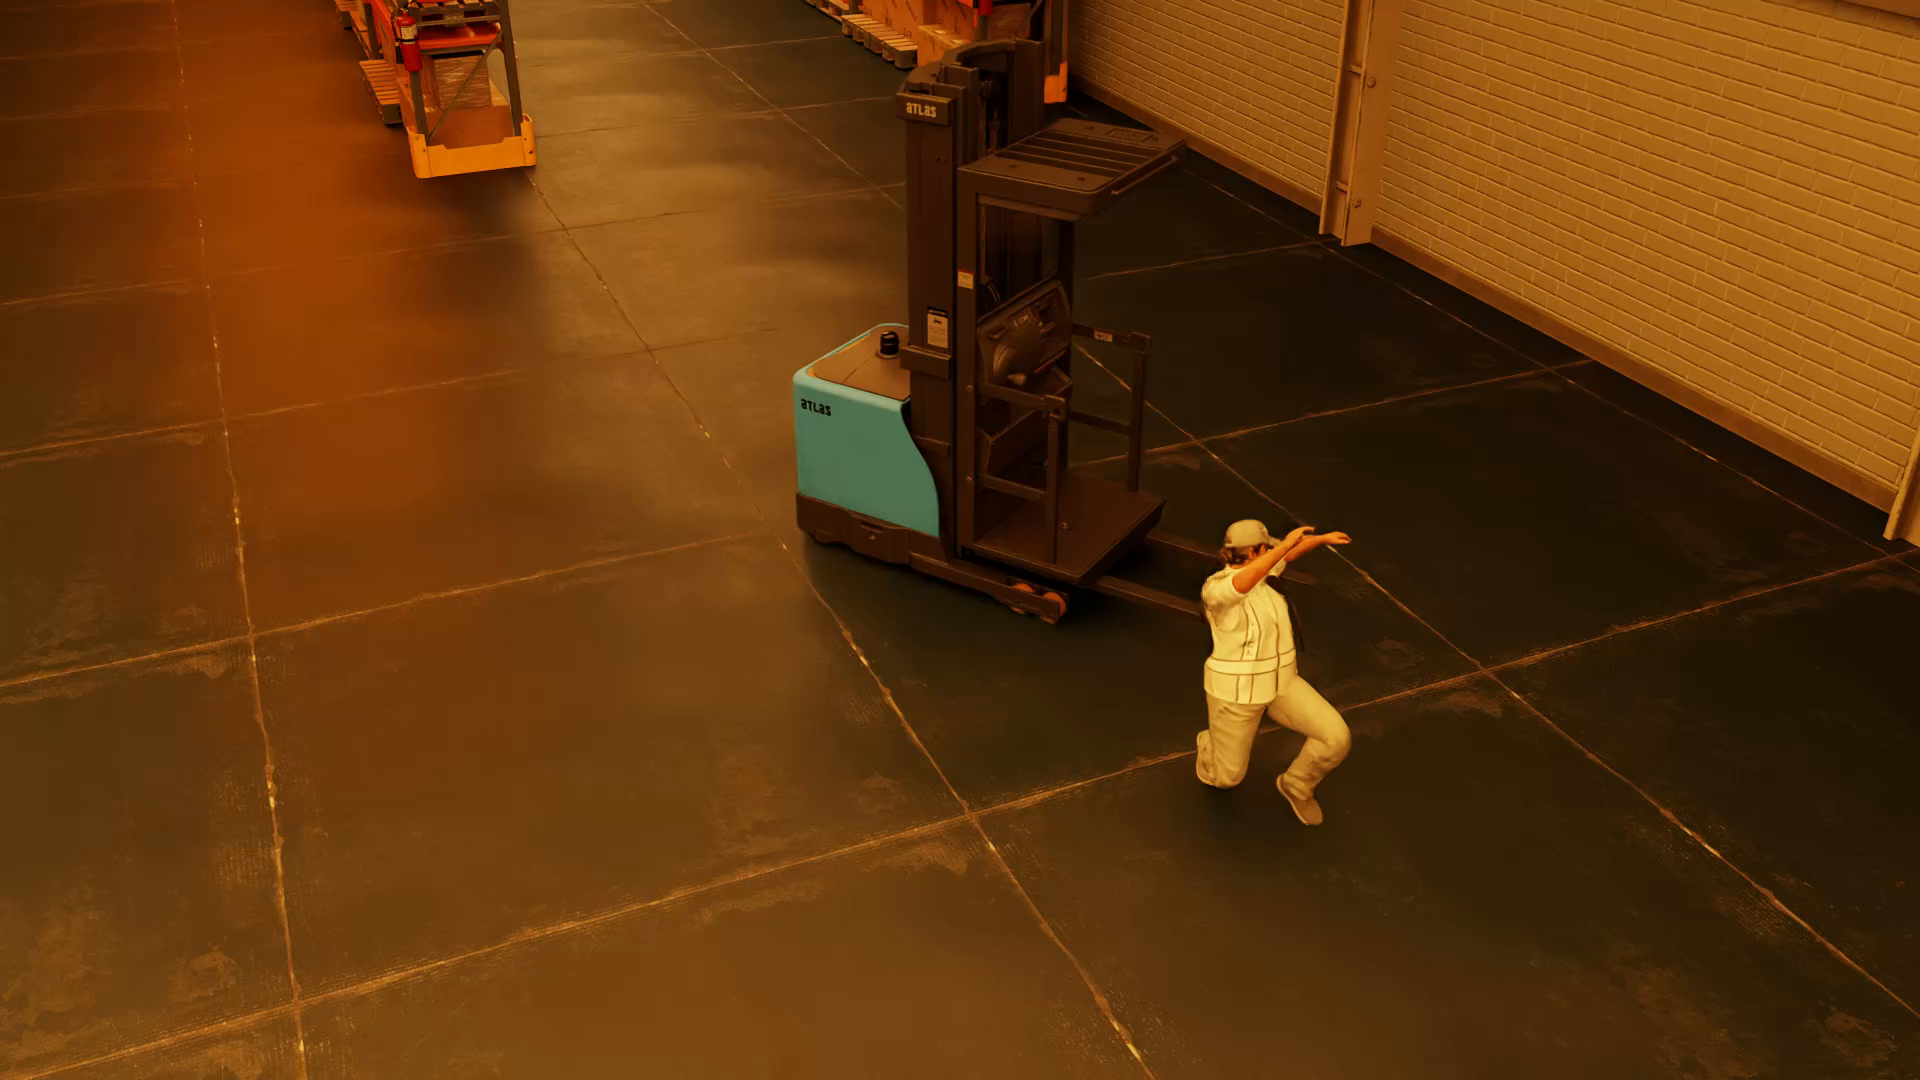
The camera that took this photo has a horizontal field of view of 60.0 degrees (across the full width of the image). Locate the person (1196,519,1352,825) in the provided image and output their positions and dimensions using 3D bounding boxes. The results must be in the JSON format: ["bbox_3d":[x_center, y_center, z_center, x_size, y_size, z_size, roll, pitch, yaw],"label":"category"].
[{"bbox_3d":[1.603,0.555,7.668,1.020,1.479,0.831,-17,34,-27],"label":"person"}]

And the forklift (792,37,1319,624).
[{"bbox_3d":[0.533,-1.113,9.066,3.031,2.935,1.130,17,34,27],"label":"forklift"}]
